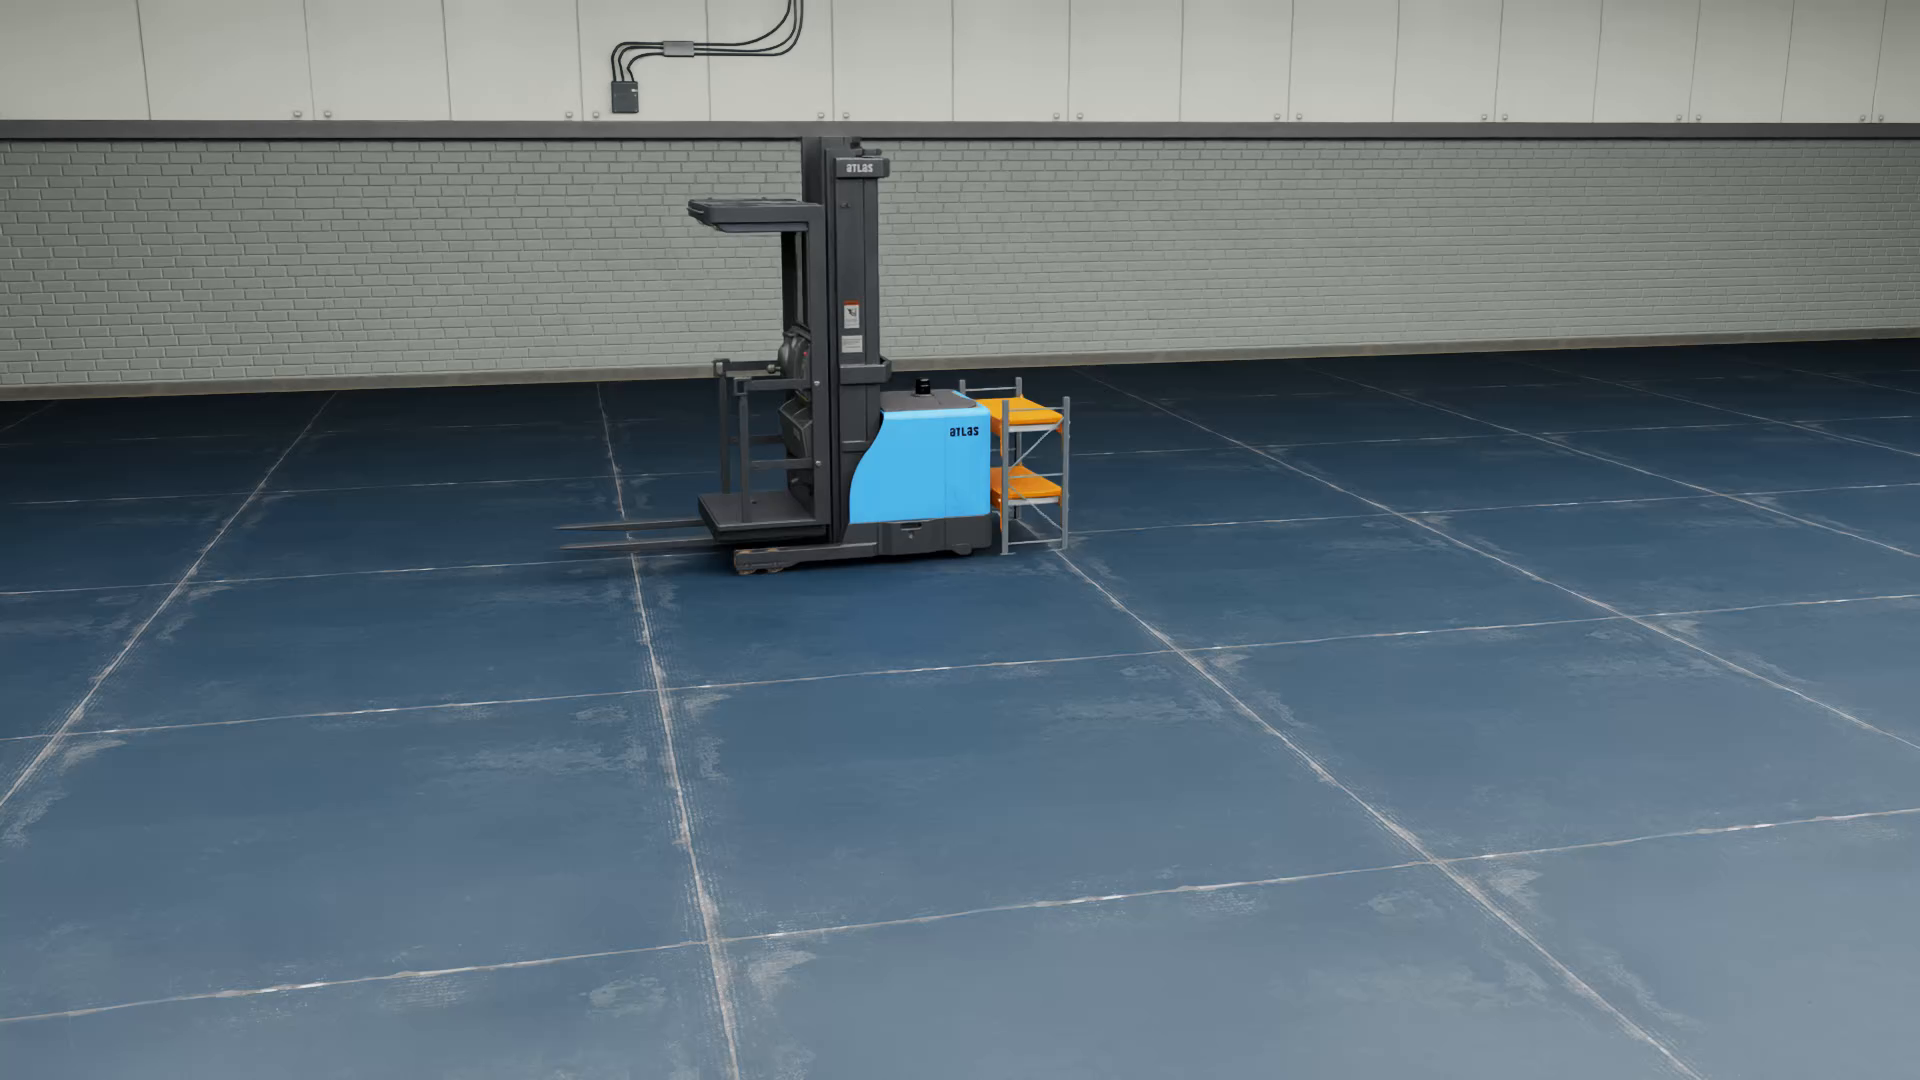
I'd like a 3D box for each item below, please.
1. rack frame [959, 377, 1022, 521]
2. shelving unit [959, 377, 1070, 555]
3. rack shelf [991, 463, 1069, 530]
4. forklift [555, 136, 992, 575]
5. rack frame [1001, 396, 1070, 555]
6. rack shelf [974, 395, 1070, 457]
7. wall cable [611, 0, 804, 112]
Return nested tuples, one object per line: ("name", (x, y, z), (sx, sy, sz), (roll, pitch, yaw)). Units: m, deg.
("rack frame", (0.234, -0.689, 12.876), (0.500, 1.125, 0.032), (-4, 14, -17))
("shelving unit", (0.387, -0.574, 12.405), (0.538, 1.125, 1.048), (-4, 14, -17))
("rack shelf", (0.387, -0.336, 12.463), (0.538, 0.278, 1.000), (-4, 14, -17))
("forklift", (-1.343, -1.325, 11.675), (3.031, 2.935, 1.130), (-4, 14, -15))
("rack frame", (0.541, -0.459, 11.934), (0.500, 1.125, 0.032), (-4, 14, -17))
("rack shelf", (0.387, -0.858, 12.335), (0.538, 0.278, 1.000), (-4, 14, -17))
("wall cable", (-2.987, -8.042, 19.216), (2.305, 6.003, 0.169), (-3, 14, -13))
